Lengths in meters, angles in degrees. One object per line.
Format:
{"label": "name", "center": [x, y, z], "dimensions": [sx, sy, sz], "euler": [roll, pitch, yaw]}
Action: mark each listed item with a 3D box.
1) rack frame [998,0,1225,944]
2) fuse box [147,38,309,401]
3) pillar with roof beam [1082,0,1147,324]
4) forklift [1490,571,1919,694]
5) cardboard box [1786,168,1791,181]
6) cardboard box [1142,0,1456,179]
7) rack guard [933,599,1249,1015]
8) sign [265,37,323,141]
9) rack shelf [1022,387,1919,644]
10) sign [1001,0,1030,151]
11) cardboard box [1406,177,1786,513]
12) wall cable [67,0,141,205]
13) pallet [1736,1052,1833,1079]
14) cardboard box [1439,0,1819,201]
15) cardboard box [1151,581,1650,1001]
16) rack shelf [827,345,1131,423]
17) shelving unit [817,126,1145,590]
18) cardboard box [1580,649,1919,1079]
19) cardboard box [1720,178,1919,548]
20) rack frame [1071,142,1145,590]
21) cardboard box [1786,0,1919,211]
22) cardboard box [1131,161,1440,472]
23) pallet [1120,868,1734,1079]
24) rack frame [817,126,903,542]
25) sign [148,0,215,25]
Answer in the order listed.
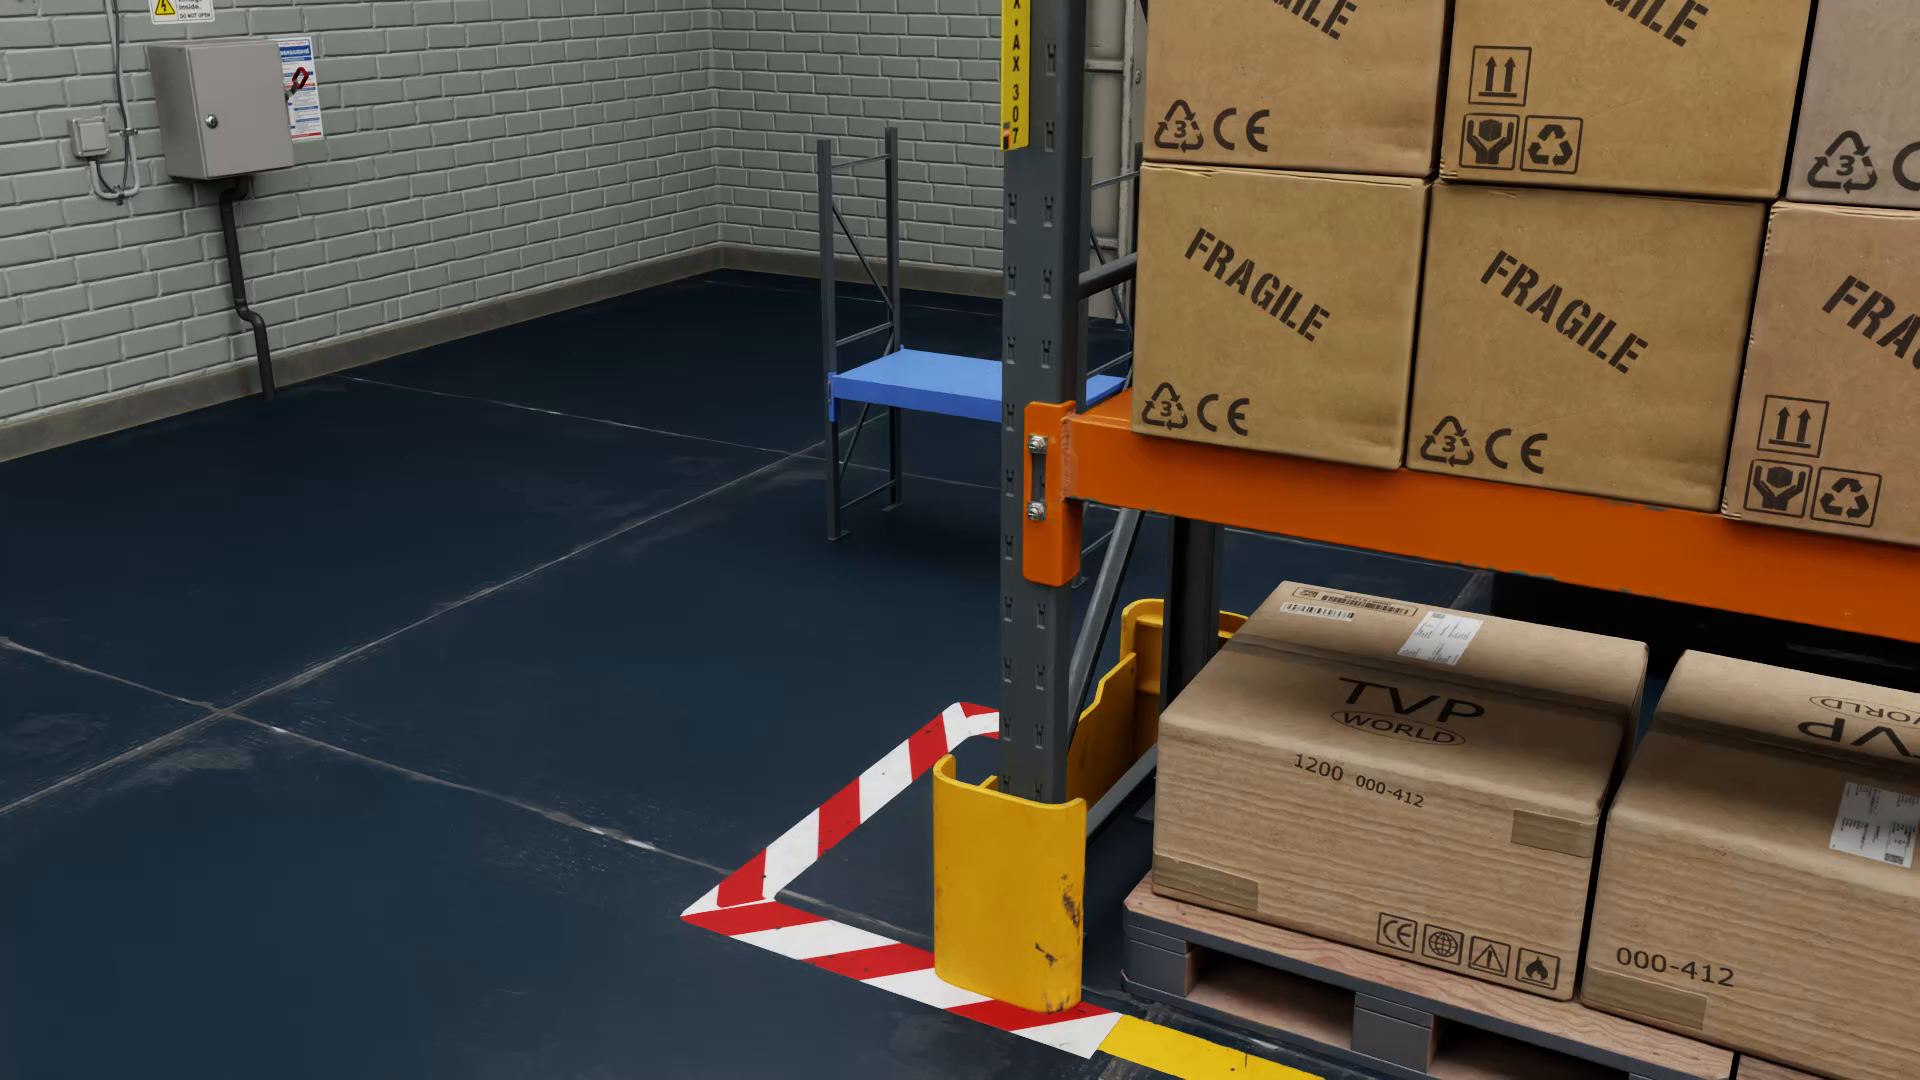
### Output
{"label": "rack frame", "center": [0.375, -0.584, 3.576], "dimensions": [0.127, 3.000, 1.000], "euler": [11, 23, 27]}
{"label": "fuse box", "center": [-3.407, -1.510, 8.019], "dimensions": [0.414, 1.711, 0.539], "euler": [11, 23, 27]}
{"label": "pillar with roof beam", "center": [-1.221, -4.318, 5.071], "dimensions": [0.400, 9.000, 9.100], "euler": [11, 23, 27]}
{"label": "forklift", "center": [3.297, -0.975, 4.755], "dimensions": [3.031, 2.935, 1.130], "euler": [9, 22, 24]}
{"label": "cardboard box", "center": [1.356, -0.542, 3.313], "dimensions": [0.500, 0.500, 0.500], "euler": [10, 22, 26]}
{"label": "cardboard box", "center": [0.655, -0.936, 2.935], "dimensions": [0.500, 0.500, 0.500], "euler": [10, 22, 26]}
{"label": "rack guard", "center": [0.354, 0.587, 4.013], "dimensions": [0.348, 0.500, 1.175], "euler": [11, 23, 27]}
{"label": "sign", "center": [-3.347, -2.253, 8.316], "dimensions": [0.001, 0.494, 0.329], "euler": [11, 23, 27]}
{"label": "rack shelf", "center": [2.121, 0.087, 2.782], "dimensions": [4.000, 0.370, 1.077], "euler": [11, 23, 27]}
{"label": "sign", "center": [0.099, -0.864, 2.962], "dimensions": [0.005, 0.325, 0.100], "euler": [11, 23, 27]}
{"label": "cardboard box", "center": [1.109, -0.390, 2.894], "dimensions": [0.500, 0.500, 0.500], "euler": [10, 22, 27]}
{"label": "wall cable", "center": [-3.877, -2.416, 7.138], "dimensions": [0.122, 1.984, 0.588], "euler": [11, 23, 27]}
{"label": "pallet", "center": [2.172, 1.040, 3.189], "dimensions": [1.213, 0.211, 1.003], "euler": [11, 23, 27]}
{"label": "cardboard box", "center": [1.110, -0.853, 2.704], "dimensions": [0.500, 0.500, 0.500], "euler": [10, 22, 26]}
{"label": "cardboard box", "center": [1.000, 0.503, 3.721], "dimensions": [0.875, 0.438, 0.875], "euler": [10, 22, 25]}
{"label": "rack shelf", "center": [0.074, -0.522, 6.132], "dimensions": [1.000, 0.185, 0.538], "euler": [11, 23, 27]}
{"label": "shelving unit", "center": [0.074, -0.691, 6.070], "dimensions": [1.048, 1.500, 0.538], "euler": [11, 23, 27]}
{"label": "cardboard box", "center": [1.803, 0.653, 3.308], "dimensions": [0.875, 0.438, 0.875], "euler": [11, 23, 29]}
{"label": "cardboard box", "center": [1.545, -0.300, 2.646], "dimensions": [0.500, 0.500, 0.500], "euler": [11, 22, 27]}
{"label": "rack frame", "center": [0.518, -0.606, 5.837], "dimensions": [0.032, 1.500, 0.500], "euler": [11, 23, 27]}
{"label": "cardboard box", "center": [1.563, -0.769, 2.474], "dimensions": [0.500, 0.500, 0.500], "euler": [11, 22, 27]}
{"label": "cardboard box", "center": [0.654, -0.466, 3.103], "dimensions": [0.500, 0.500, 0.500], "euler": [11, 22, 27]}
{"label": "pallet", "center": [1.111, 0.837, 3.749], "dimensions": [1.213, 0.211, 1.003], "euler": [11, 23, 27]}
{"label": "rack frame", "center": [-0.369, -0.775, 6.303], "dimensions": [0.032, 1.500, 0.500], "euler": [11, 23, 27]}
{"label": "sign", "center": [-3.615, -2.522, 7.708], "dimensions": [0.001, 0.242, 0.339], "euler": [11, 23, 27]}
